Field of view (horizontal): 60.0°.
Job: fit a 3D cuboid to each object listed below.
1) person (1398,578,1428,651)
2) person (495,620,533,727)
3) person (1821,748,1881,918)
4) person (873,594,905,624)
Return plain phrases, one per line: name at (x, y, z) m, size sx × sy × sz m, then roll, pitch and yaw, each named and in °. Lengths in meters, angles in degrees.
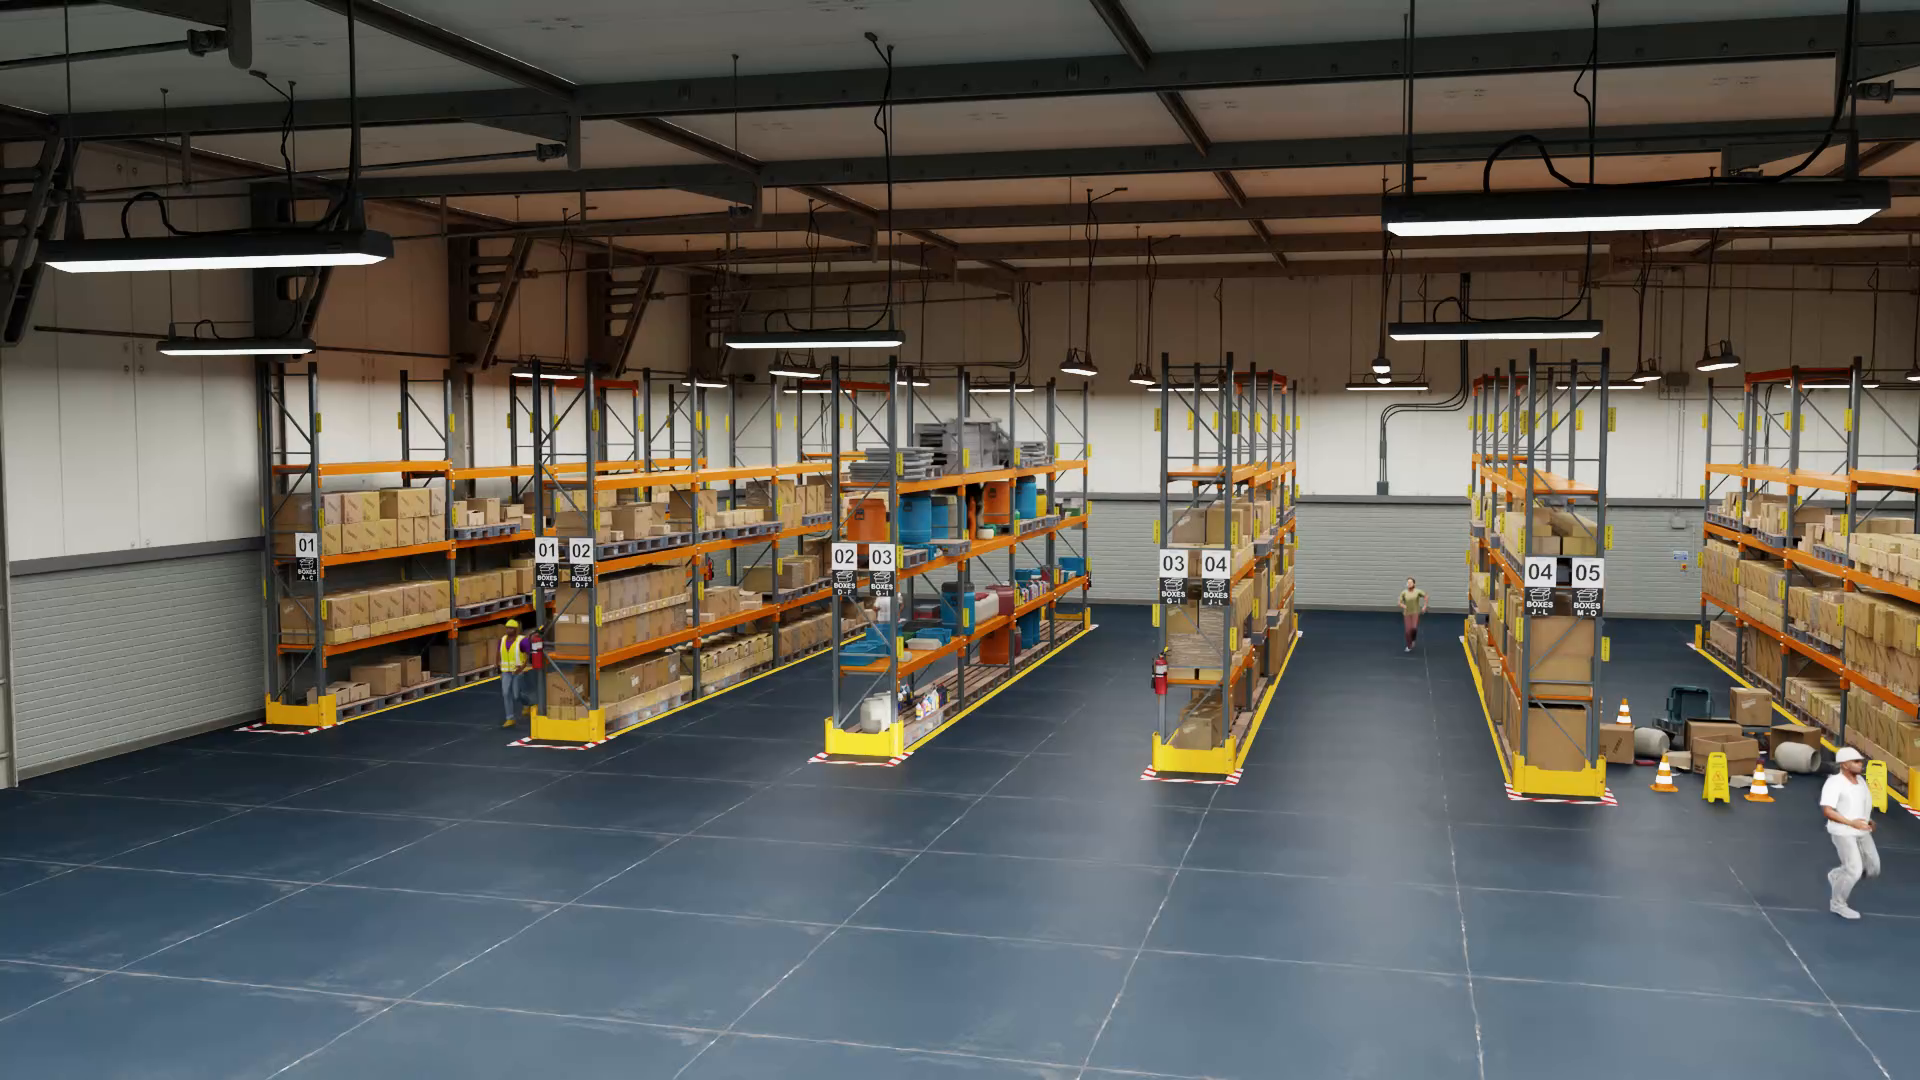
person at (9.871, 1.632, 36.296) m, size 0.604 × 1.622 × 0.702 m, roll 2°, pitch 4°, yaw 24°
person at (-7.417, 2.190, 27.680) m, size 0.704 × 1.760 × 0.823 m, roll 1°, pitch 4°, yaw 11°
person at (9.025, 2.960, 16.845) m, size 0.700 × 1.723 × 0.582 m, roll -2°, pitch 5°, yaw -29°
person at (-1.396, 1.599, 31.962) m, size 0.575 × 1.747 × 0.842 m, roll 1°, pitch 4°, yaw 14°
